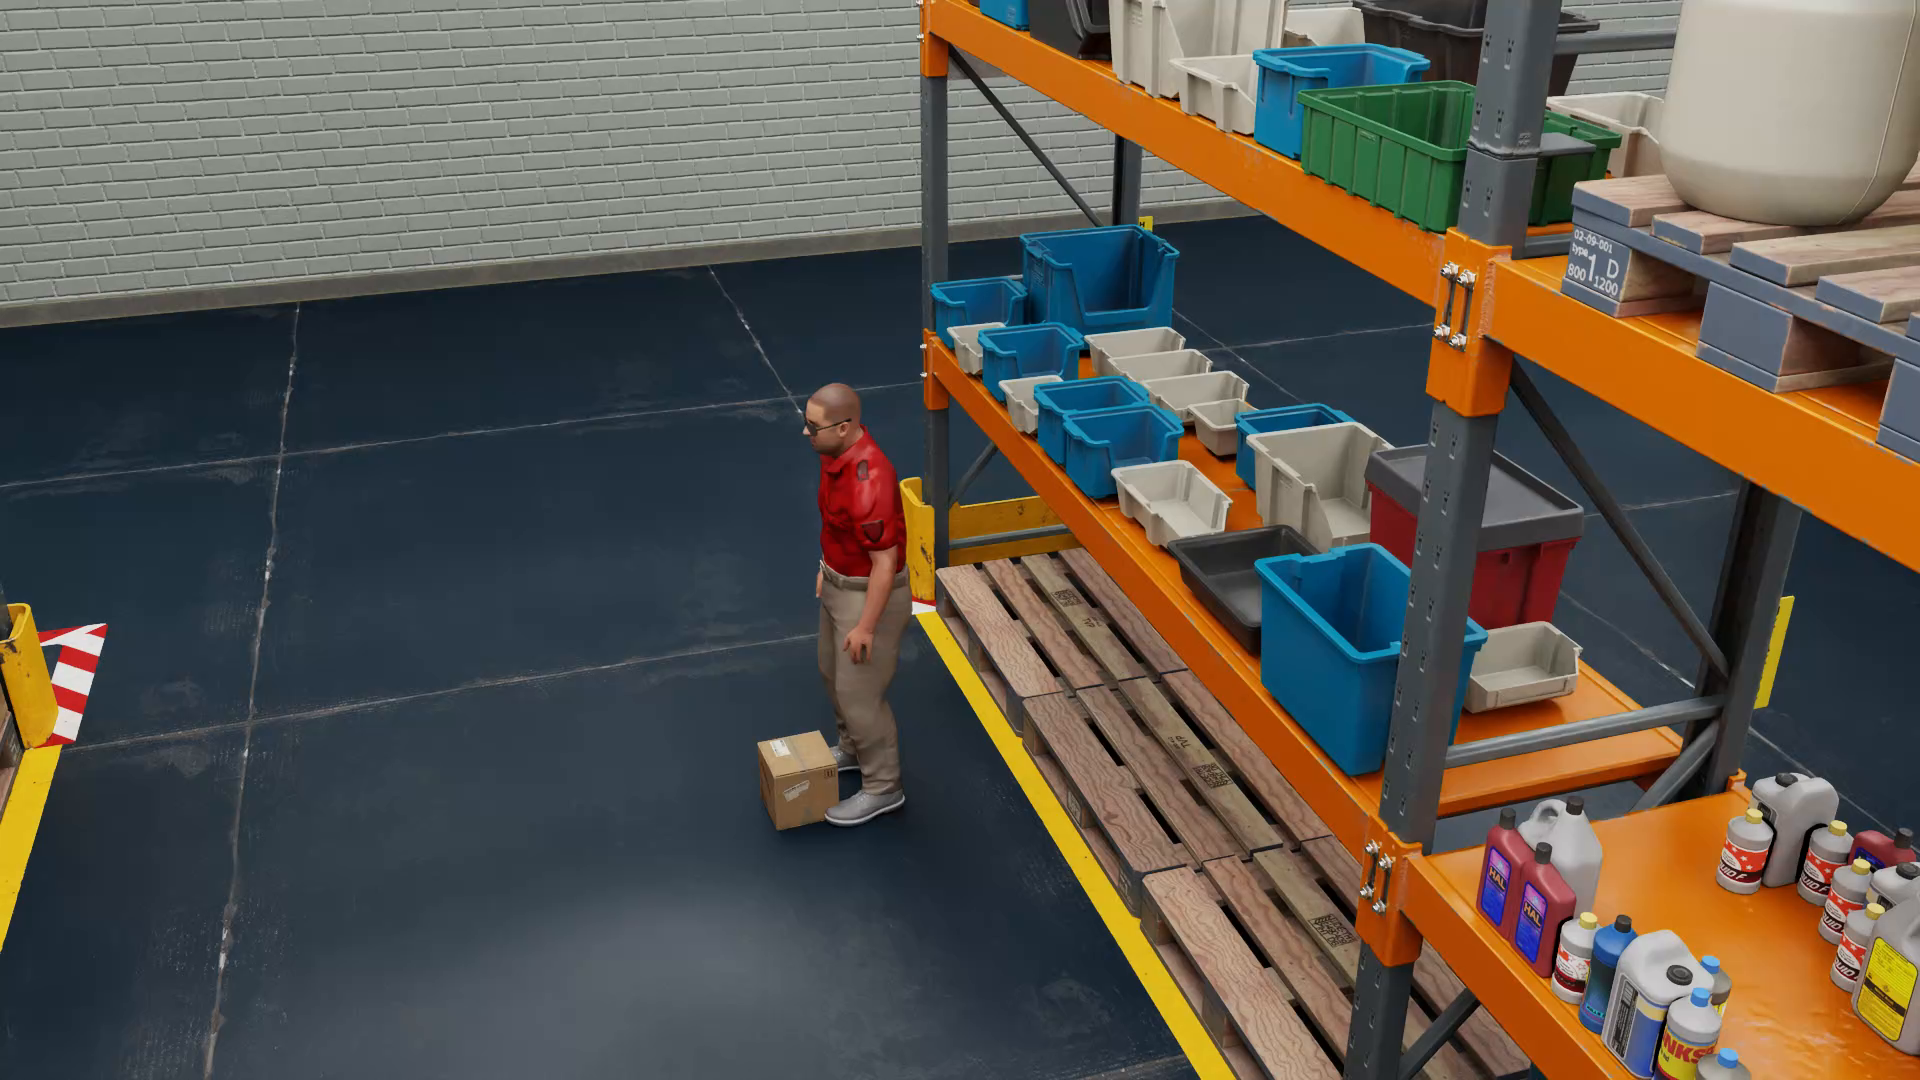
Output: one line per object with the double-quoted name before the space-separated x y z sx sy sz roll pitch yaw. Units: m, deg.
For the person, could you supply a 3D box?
"person" -0.390 0.222 6.178 0.393 1.727 0.585 -8 27 -16
